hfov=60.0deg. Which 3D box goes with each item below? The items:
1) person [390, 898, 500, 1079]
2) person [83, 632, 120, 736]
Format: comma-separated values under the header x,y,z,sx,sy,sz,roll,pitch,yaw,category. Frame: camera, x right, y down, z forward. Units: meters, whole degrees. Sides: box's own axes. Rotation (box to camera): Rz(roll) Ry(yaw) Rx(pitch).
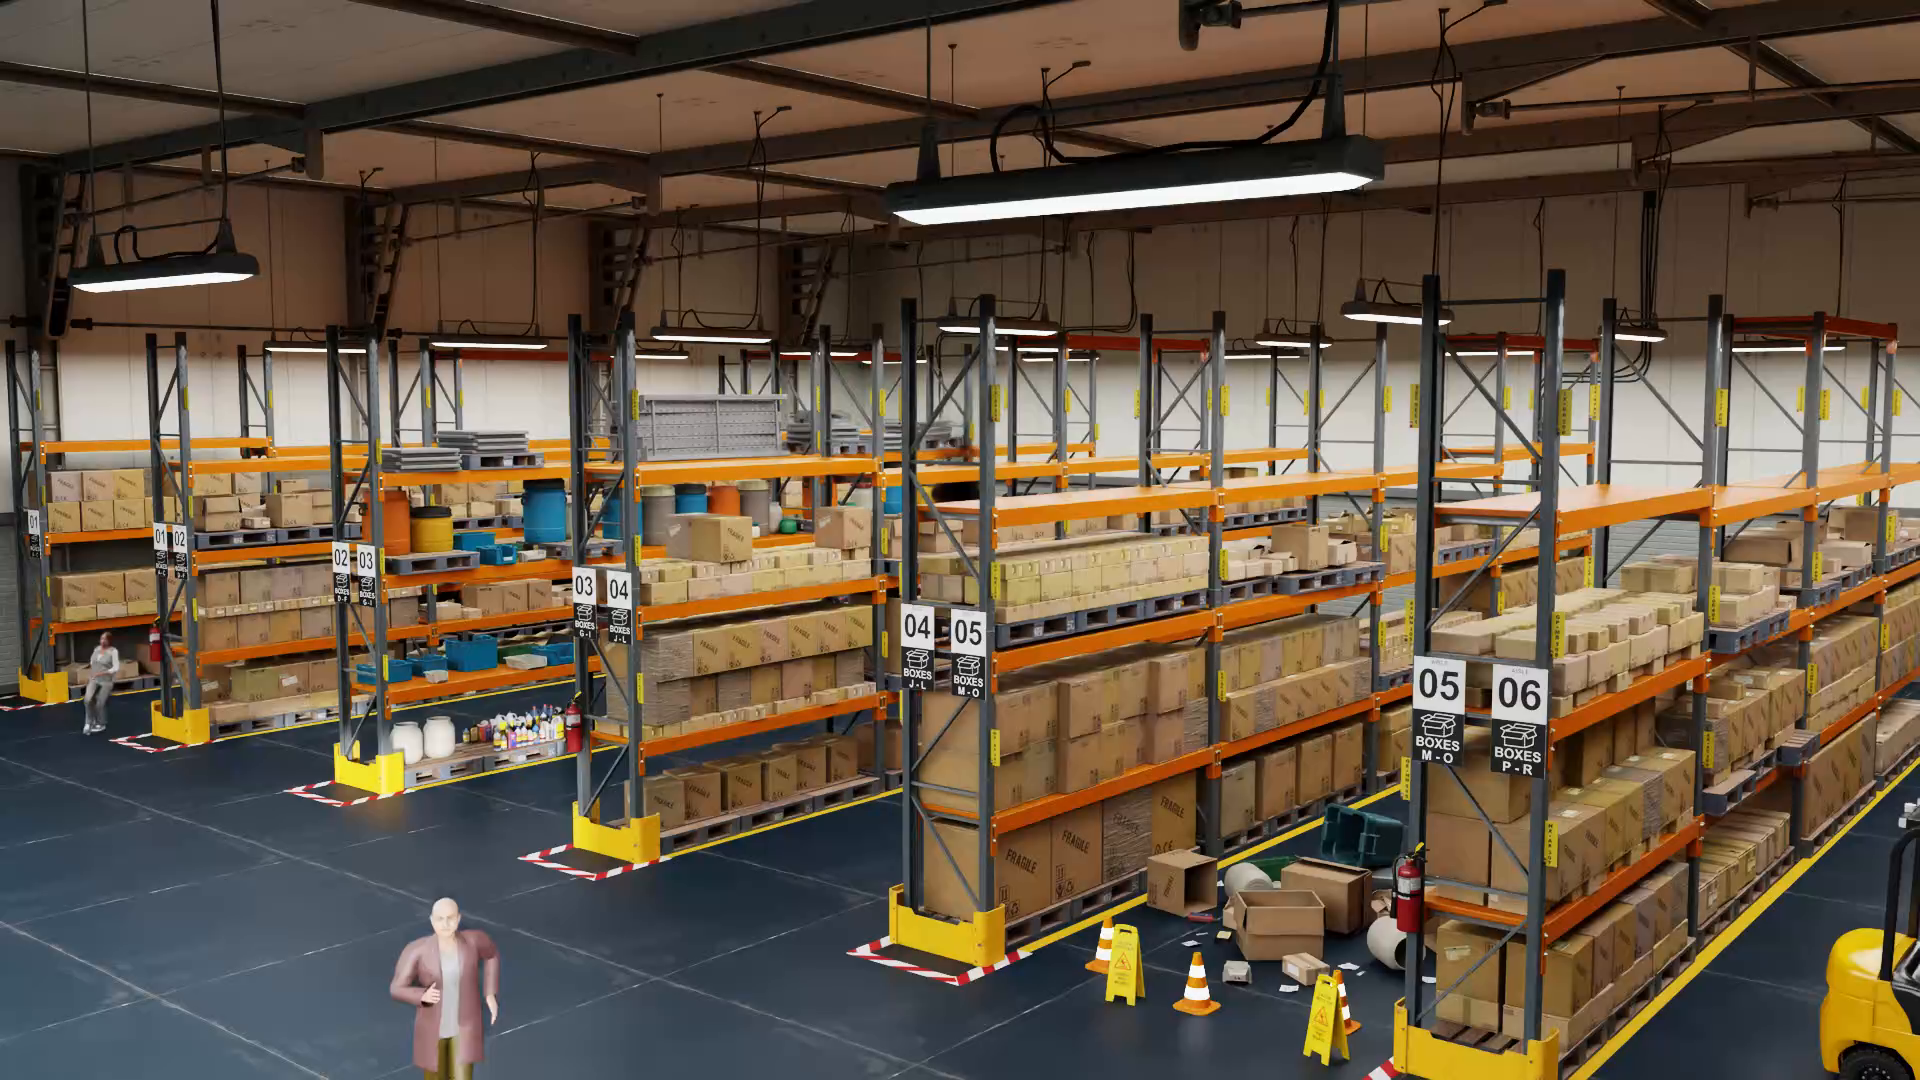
x,y,z,sx,sy,sz,roll,pitch,yaw,category
-3.424,3.245,11.110,0.703,1.758,1.059,-2,5,-17,person
-12.826,2.138,24.864,0.531,1.537,0.618,0,5,-3,person
